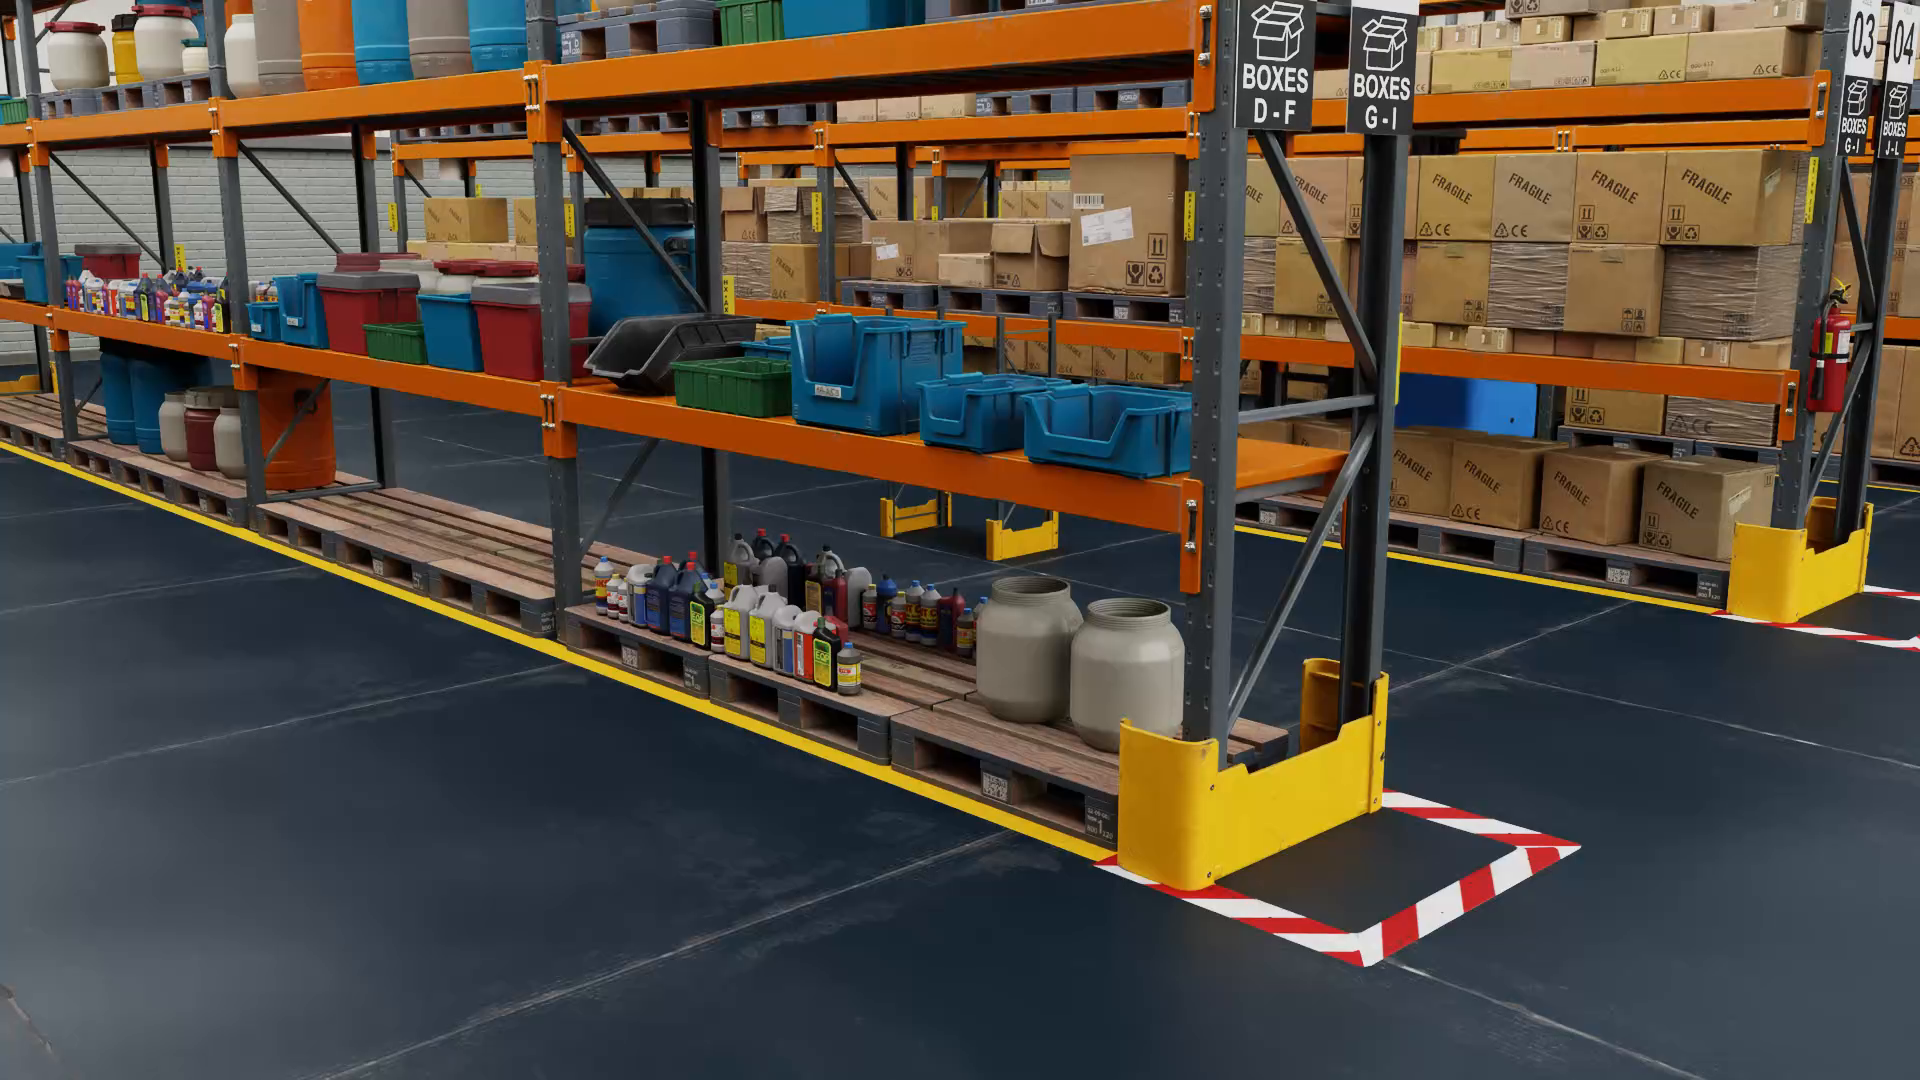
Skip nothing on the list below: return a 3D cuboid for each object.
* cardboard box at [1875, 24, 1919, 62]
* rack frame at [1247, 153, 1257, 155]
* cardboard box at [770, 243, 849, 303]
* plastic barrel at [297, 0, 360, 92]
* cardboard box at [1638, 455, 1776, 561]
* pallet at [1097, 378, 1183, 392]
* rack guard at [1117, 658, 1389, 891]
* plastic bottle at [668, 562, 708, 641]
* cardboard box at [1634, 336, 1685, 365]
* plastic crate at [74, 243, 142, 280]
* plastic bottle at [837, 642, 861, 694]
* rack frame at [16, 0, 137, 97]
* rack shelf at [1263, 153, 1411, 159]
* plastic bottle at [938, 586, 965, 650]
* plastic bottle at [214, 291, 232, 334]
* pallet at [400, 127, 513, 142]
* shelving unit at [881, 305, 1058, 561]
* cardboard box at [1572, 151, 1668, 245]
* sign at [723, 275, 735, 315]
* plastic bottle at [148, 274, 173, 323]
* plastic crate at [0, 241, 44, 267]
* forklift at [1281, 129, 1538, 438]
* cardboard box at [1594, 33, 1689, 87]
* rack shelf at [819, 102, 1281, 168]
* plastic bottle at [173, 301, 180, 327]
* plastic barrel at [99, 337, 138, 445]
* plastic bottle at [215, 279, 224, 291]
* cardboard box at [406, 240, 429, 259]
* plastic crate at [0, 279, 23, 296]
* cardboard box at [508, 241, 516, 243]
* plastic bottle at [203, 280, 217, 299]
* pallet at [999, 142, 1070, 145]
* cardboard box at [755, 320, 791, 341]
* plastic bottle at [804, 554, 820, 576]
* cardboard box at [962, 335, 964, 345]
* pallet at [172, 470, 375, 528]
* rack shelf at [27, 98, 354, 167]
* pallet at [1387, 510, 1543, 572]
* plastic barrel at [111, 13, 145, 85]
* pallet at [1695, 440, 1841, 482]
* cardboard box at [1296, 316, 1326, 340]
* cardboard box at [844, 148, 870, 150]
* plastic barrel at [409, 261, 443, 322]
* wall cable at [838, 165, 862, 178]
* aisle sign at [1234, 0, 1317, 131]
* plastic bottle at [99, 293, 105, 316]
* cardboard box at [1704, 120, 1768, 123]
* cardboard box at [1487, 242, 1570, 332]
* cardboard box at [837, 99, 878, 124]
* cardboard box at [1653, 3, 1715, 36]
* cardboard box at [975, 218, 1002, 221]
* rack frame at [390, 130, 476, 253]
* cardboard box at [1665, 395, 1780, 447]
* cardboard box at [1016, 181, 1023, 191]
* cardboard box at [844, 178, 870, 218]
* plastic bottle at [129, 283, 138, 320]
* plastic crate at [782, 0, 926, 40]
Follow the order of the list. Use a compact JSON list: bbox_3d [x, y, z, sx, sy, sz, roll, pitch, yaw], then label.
[{"bbox_3d":[7.140,-3.770,12.687,0.500,0.250,0.500,-11,16,-43],"label":"cardboard box"},{"bbox_3d":[2.846,-2.962,17.855,1.000,3.000,0.127,-11,16,-43],"label":"rack frame"},{"bbox_3d":[-1.331,-2.372,14.744,0.500,0.500,0.500,-10,15,-41],"label":"cardboard box"},{"bbox_3d":[-3.532,-3.029,9.684,0.600,0.830,0.708,-11,16,-43],"label":"plastic barrel"},{"bbox_3d":[4.294,-0.193,9.568,0.500,0.500,0.500,-7,14,-32],"label":"cardboard box"},{"bbox_3d":[2.307,-1.711,18.691,1.003,0.211,1.213,-11,16,-43],"label":"pallet"},{"bbox_3d":[1.045,0.792,5.829,1.175,0.500,0.348,-11,16,-43],"label":"rack guard"},{"bbox_3d":[-1.244,0.273,7.625,0.185,0.351,0.144,11,16,43],"label":"plastic bottle"},{"bbox_3d":[3.985,-1.074,9.312,0.380,0.149,0.250,-11,16,-43],"label":"cardboard box"},{"bbox_3d":[-7.591,-2.405,14.845,0.402,0.464,0.583,-11,16,-43],"label":"plastic crate"},{"bbox_3d":[-0.454,0.520,6.797,0.097,0.201,0.097,0,12,0],"label":"plastic bottle"},{"bbox_3d":[-7.156,-5.118,13.450,1.000,3.000,0.127,-11,16,-43],"label":"rack frame"},{"bbox_3d":[4.975,-5.075,22.461,1.077,0.370,4.000,-11,16,-43],"label":"rack shelf"},{"bbox_3d":[-0.039,0.343,7.452,0.061,0.283,0.133,-11,16,-42],"label":"plastic bottle"},{"bbox_3d":[-4.981,-1.538,11.232,0.061,0.283,0.133,-11,16,-43],"label":"plastic bottle"},{"bbox_3d":[-5.816,-4.772,19.427,1.003,0.211,1.213,-11,16,-43],"label":"pallet"},{"bbox_3d":[0.053,-0.723,10.706,0.587,1.500,1.083,-11,16,-43],"label":"shelving unit"},{"bbox_3d":[3.805,-1.920,9.337,0.500,0.500,0.500,-11,16,-43],"label":"cardboard box"},{"bbox_3d":[-1.226,-1.222,8.725,0.100,0.325,0.005,-11,16,-43],"label":"sign"},{"bbox_3d":[-5.851,-1.767,12.175,0.144,0.351,0.185,-11,16,-43],"label":"plastic bottle"},{"bbox_3d":[-9.552,-2.787,16.768,0.616,0.435,0.499,-11,16,-43],"label":"plastic crate"},{"bbox_3d":[3.235,-2.095,13.818,1.130,2.935,3.031,-11,16,-42],"label":"forklift"},{"bbox_3d":[3.850,-2.621,9.139,0.500,0.250,0.500,-11,16,-42],"label":"cardboard box"},{"bbox_3d":[0.570,-3.111,12.925,1.077,0.370,4.000,-11,16,-43],"label":"rack shelf"},{"bbox_3d":[-5.543,-1.622,11.842,0.097,0.201,0.097,0,12,0],"label":"plastic bottle"},{"bbox_3d":[-6.792,-1.275,13.828,0.600,0.901,0.708,-11,16,-43],"label":"plastic barrel"},{"bbox_3d":[-5.796,-1.926,13.132,0.152,0.276,0.135,-11,16,-43],"label":"plastic bottle"},{"bbox_3d":[-6.200,-3.418,19.701,0.500,0.250,0.500,11,16,44],"label":"cardboard box"},{"bbox_3d":[-8.576,-2.292,15.106,0.293,0.136,0.466,-11,16,-43],"label":"plastic crate"},{"bbox_3d":[-5.108,-3.343,19.340,0.500,0.250,0.500,11,16,43],"label":"cardboard box"},{"bbox_3d":[-5.874,-1.903,13.035,0.097,0.271,0.097,0,12,0],"label":"plastic bottle"},{"bbox_3d":[1.151,-4.667,19.163,1.213,0.211,1.003,-11,16,-43],"label":"pallet"},{"bbox_3d":[-1.273,-1.554,15.247,0.875,0.875,1.225,11,16,43],"label":"cardboard box"},{"bbox_3d":[-0.703,0.203,8.134,0.061,0.283,0.133,-10,15,-39],"label":"plastic bottle"},{"bbox_3d":[0.065,-2.598,21.377,0.380,0.149,0.250,-10,15,-40],"label":"cardboard box"},{"bbox_3d":[-4.968,-0.339,12.033,1.003,0.211,1.213,-11,16,-43],"label":"pallet"},{"bbox_3d":[-5.775,-3.004,12.408,1.077,0.370,4.000,-11,16,-43],"label":"rack shelf"},{"bbox_3d":[3.287,-0.065,10.703,1.003,0.211,1.213,-11,16,-43],"label":"pallet"},{"bbox_3d":[-6.379,-3.841,13.182,0.600,0.588,0.600,0,12,0],"label":"plastic barrel"},{"bbox_3d":[6.923,-0.713,13.847,1.003,0.211,1.213,-11,16,-43],"label":"pallet"},{"bbox_3d":[2.417,-1.399,10.893,0.380,0.149,0.250,-11,16,-43],"label":"cardboard box"},{"bbox_3d":[-1.138,-5.124,21.287,0.500,0.250,0.500,-11,16,-43],"label":"cardboard box"},{"bbox_3d":[-3.238,-1.468,10.328,0.421,0.512,0.421,0,12,0],"label":"plastic barrel"},{"bbox_3d":[-2.062,-6.351,31.785,0.588,1.984,0.122,-11,16,-43],"label":"wall cable"},{"bbox_3d":[0.966,-1.649,5.041,0.394,0.787,0.004,-11,16,-43],"label":"aisle sign"},{"bbox_3d":[-6.664,-1.859,12.992,0.097,0.201,0.097,0,12,0],"label":"plastic bottle"},{"bbox_3d":[8.610,-4.749,18.427,0.500,0.250,0.500,-11,16,-44],"label":"cardboard box"},{"bbox_3d":[3.607,-1.532,9.929,0.875,0.500,0.500,-11,16,-43],"label":"cardboard box"},{"bbox_3d":[-0.671,-3.577,13.779,0.500,0.250,0.500,-11,16,-42],"label":"cardboard box"},{"bbox_3d":[3.933,-2.785,8.946,0.250,0.149,0.380,11,16,43],"label":"cardboard box"},{"bbox_3d":[0.395,-3.721,19.645,0.380,0.149,0.250,-11,16,-42],"label":"cardboard box"},{"bbox_3d":[-6.336,-3.453,20.239,1.000,3.000,0.127,-11,16,-43],"label":"rack frame"},{"bbox_3d":[6.617,-1.311,14.065,0.875,0.875,0.875,-11,16,-42],"label":"cardboard box"},{"bbox_3d":[1.109,-5.572,26.189,0.380,0.149,0.250,-10,16,-41],"label":"cardboard box"},{"bbox_3d":[-1.141,-4.413,21.432,0.500,0.500,0.500,-10,16,-41],"label":"cardboard box"},{"bbox_3d":[-6.185,-1.792,12.493,0.097,0.271,0.097,0,12,0],"label":"plastic bottle"},{"bbox_3d":[-0.404,-2.126,6.401,0.392,0.384,0.575,-11,16,-43],"label":"plastic crate"}]
